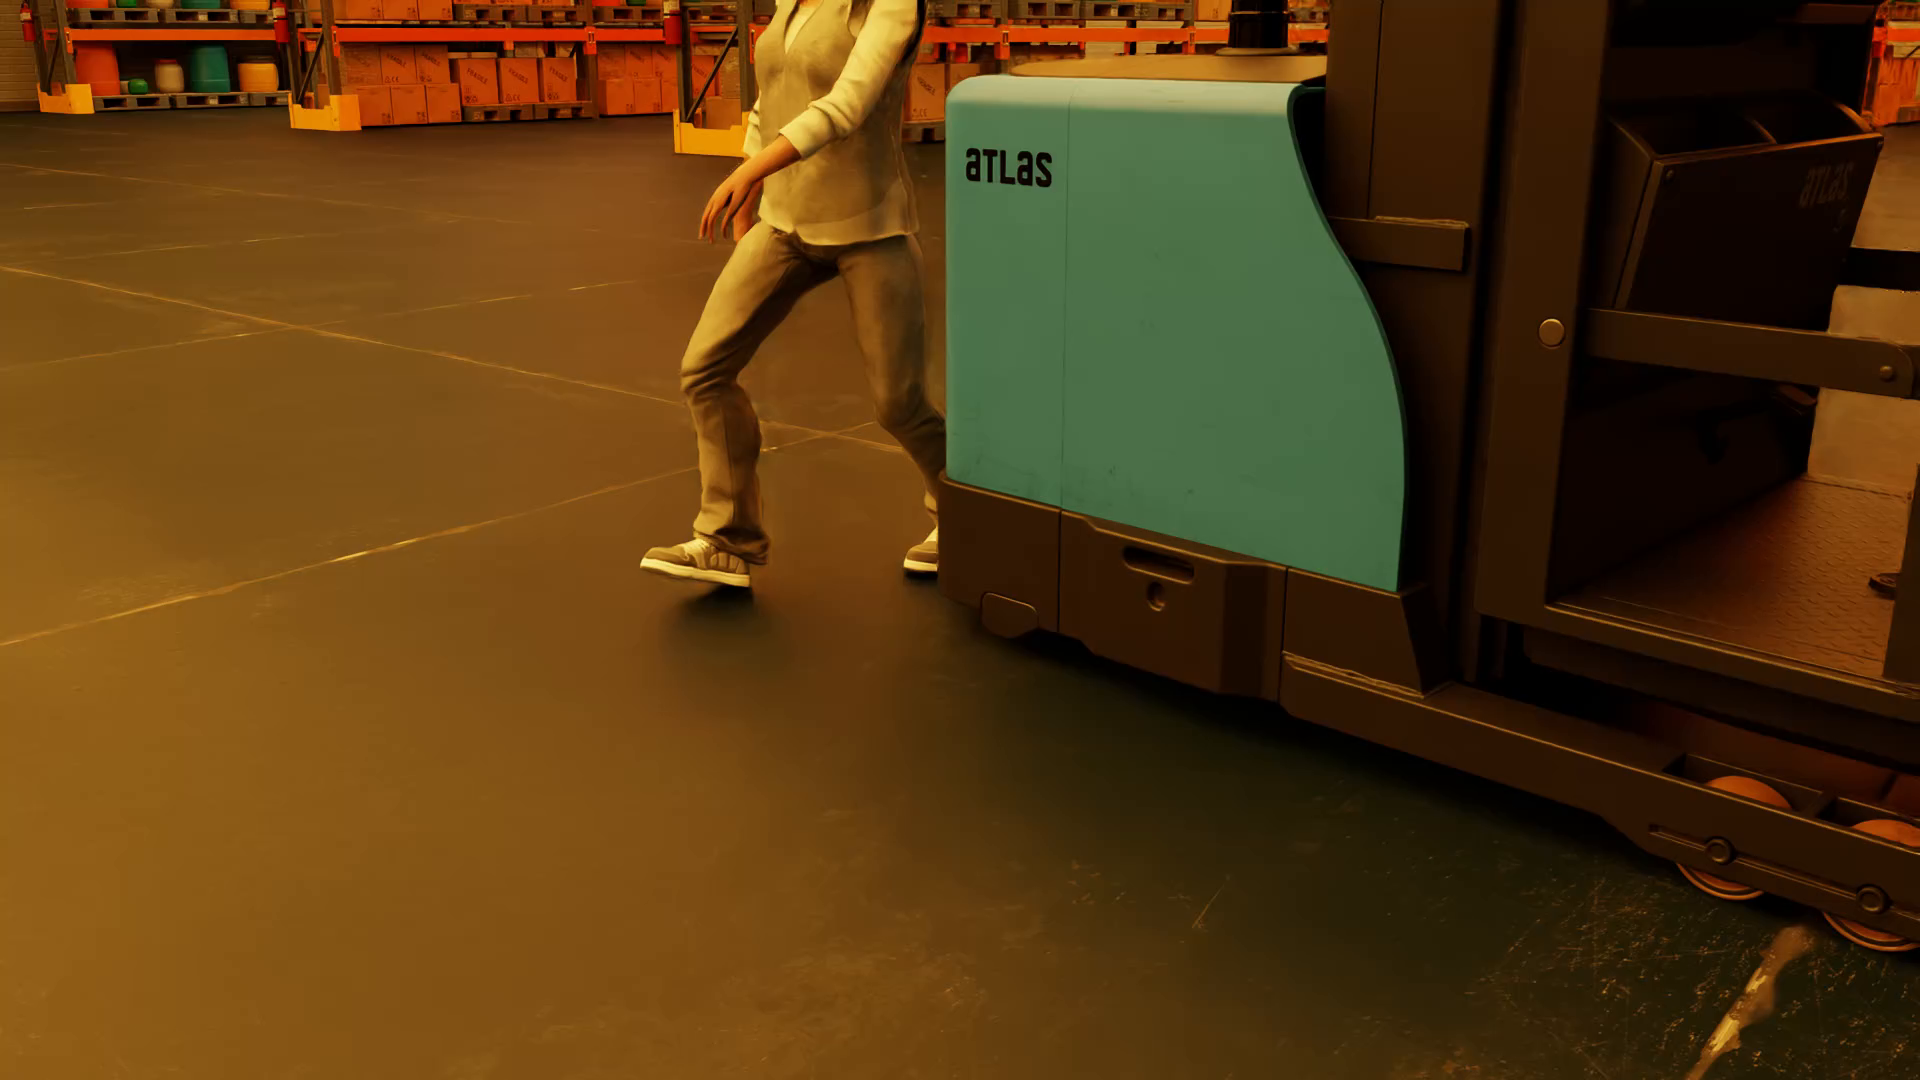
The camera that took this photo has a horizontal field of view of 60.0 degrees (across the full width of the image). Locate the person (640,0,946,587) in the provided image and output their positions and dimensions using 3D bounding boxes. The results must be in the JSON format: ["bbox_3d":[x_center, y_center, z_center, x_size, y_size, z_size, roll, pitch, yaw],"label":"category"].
[{"bbox_3d":[-0.319,-0.637,3.452,0.545,1.507,0.761,12,21,35],"label":"person"}]

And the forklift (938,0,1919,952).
[{"bbox_3d":[1.363,-1.036,2.308,3.031,2.935,1.130,16,23,42],"label":"forklift"}]
